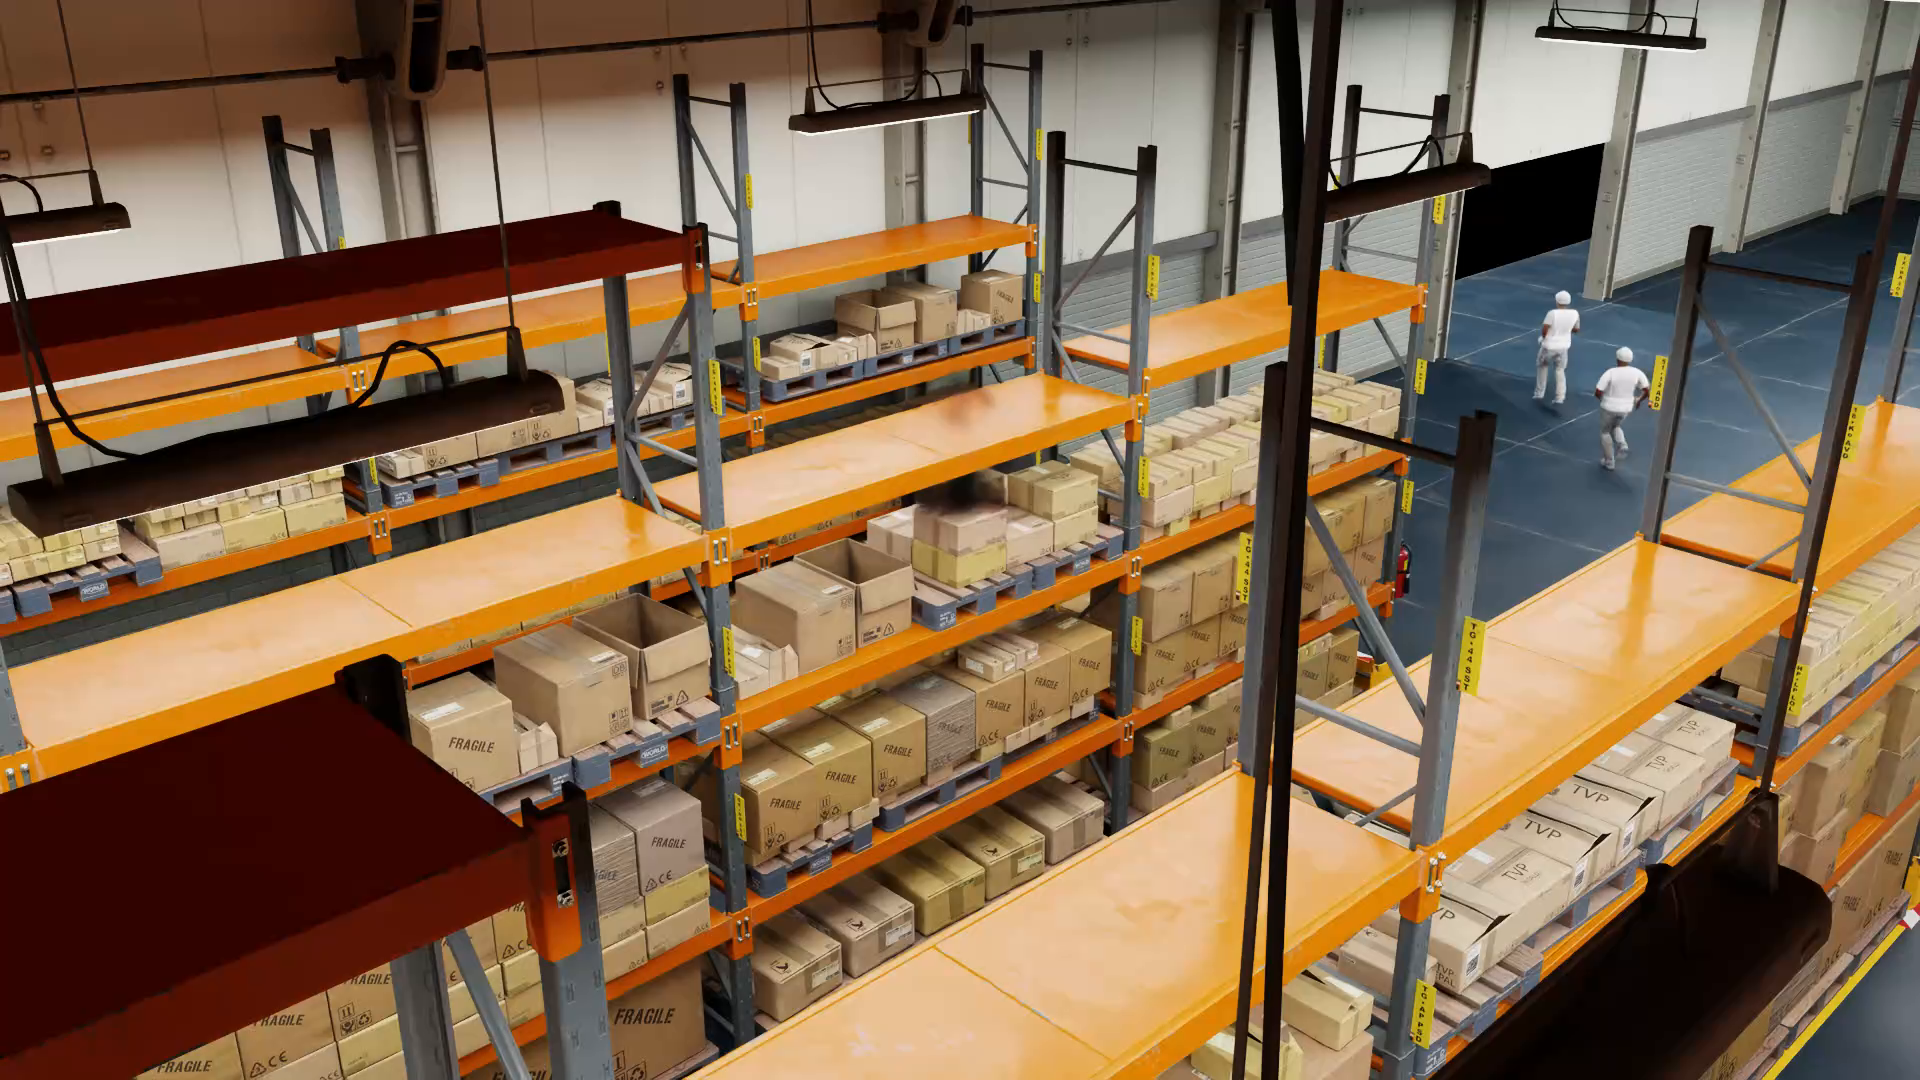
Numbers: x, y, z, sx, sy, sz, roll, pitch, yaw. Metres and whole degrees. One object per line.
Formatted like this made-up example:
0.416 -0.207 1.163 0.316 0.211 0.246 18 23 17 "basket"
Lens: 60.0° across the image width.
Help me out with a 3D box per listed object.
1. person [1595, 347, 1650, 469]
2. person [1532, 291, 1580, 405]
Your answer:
9.107 -1.855 23.089 0.698 1.720 0.576 -1 22 -2 "person"
9.162 -2.944 25.597 0.664 1.823 0.797 0 22 0 "person"
